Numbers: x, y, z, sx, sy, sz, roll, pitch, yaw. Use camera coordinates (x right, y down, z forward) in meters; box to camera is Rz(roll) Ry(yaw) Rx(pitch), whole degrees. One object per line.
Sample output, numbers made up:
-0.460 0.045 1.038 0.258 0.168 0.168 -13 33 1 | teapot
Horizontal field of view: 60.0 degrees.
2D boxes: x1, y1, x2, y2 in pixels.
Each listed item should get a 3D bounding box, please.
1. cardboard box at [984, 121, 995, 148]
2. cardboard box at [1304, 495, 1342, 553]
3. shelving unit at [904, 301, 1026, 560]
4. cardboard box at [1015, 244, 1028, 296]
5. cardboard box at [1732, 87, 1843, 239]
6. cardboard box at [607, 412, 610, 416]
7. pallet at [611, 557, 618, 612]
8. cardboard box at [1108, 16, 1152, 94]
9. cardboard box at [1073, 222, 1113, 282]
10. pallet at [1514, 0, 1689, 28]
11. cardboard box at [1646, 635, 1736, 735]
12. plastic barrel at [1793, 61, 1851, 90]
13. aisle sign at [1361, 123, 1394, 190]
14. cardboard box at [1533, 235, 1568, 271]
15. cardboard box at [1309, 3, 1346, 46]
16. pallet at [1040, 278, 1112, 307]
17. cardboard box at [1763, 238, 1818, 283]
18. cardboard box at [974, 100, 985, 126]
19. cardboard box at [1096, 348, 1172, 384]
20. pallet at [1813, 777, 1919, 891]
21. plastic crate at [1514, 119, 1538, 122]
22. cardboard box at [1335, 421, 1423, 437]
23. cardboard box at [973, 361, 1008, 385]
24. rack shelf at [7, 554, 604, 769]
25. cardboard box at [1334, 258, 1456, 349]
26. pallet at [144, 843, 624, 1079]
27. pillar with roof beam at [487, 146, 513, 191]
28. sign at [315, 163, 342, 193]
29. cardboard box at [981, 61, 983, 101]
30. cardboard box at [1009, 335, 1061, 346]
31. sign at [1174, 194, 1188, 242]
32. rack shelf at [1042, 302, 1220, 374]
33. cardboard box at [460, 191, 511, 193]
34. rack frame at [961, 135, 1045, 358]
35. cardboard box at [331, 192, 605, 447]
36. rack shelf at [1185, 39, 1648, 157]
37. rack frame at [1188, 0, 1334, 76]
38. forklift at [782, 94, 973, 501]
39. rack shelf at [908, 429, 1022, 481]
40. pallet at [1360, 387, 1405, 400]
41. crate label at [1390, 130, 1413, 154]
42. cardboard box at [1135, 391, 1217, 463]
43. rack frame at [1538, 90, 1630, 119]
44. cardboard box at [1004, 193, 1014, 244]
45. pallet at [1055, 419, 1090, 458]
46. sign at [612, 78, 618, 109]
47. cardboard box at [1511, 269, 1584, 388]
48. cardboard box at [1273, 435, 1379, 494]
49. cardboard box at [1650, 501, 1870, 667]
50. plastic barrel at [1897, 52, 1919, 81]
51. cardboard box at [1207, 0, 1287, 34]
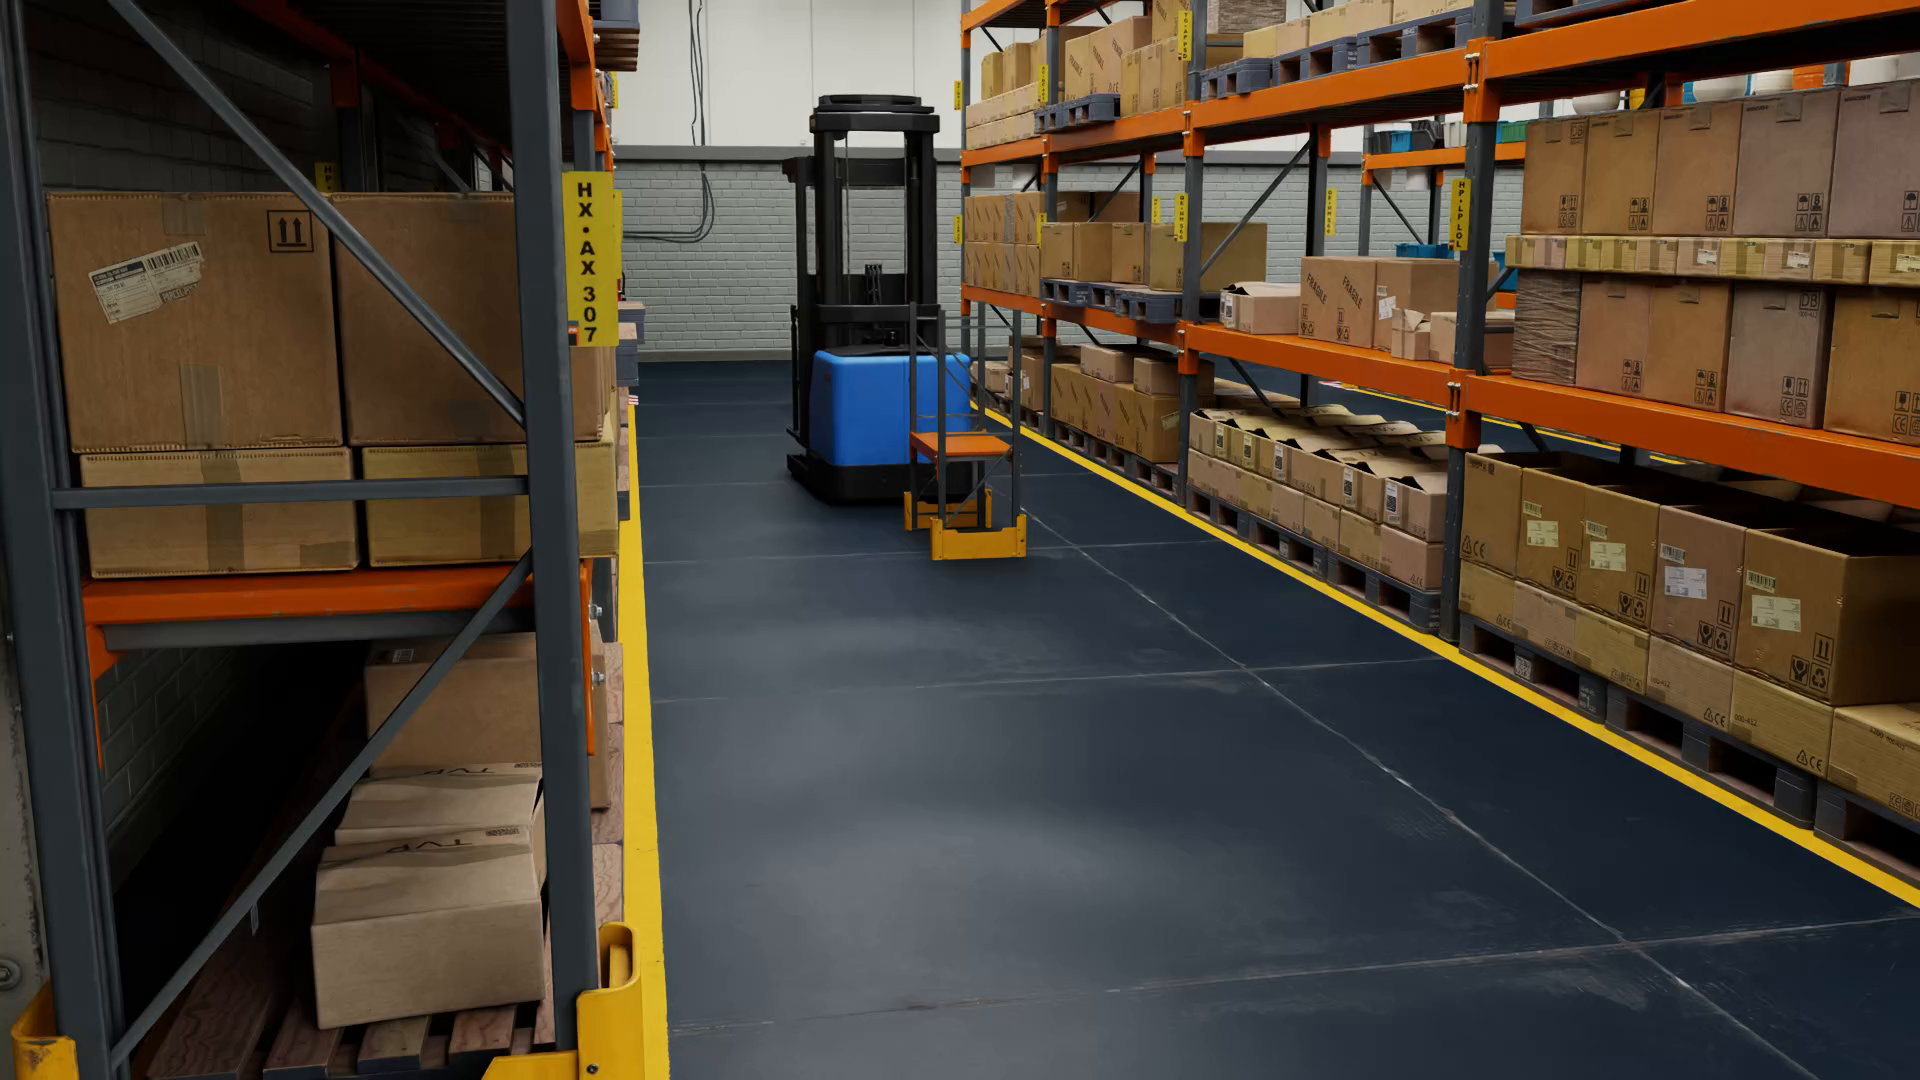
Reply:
0.549 -4.311 17.704 0.500 0.250 0.500 -2 11 -11 | cardboard box
2.287 -0.106 9.459 0.500 0.250 0.500 -2 11 -10 | cardboard box
0.015 -0.723 10.483 0.587 1.500 1.083 -2 11 -11 | shelving unit
0.842 -2.691 16.545 0.500 0.500 0.500 -2 11 -9 | cardboard box
3.234 -1.327 5.909 0.700 0.500 0.500 -2 11 -11 | cardboard box
-1.130 -0.215 4.153 0.500 0.250 0.500 -2 11 -13 | cardboard box
-2.403 0.186 9.155 1.003 0.211 1.213 -2 11 -11 | pallet
1.580 -3.904 13.503 0.600 0.600 0.600 -3 11 -13 | cardboard box
1.361 -2.502 14.427 0.700 0.500 0.500 0 11 -2 | cardboard box
3.040 -2.272 6.827 1.003 0.211 1.213 -2 11 -11 | pallet
2.929 0.518 6.183 0.500 0.250 0.500 -2 11 -11 | cardboard box
6.823 -3.906 12.901 0.600 0.830 0.708 -2 11 -11 | plastic barrel
5.069 -4.658 20.192 0.394 0.787 0.004 -2 11 -11 | aisle sign
2.760 -1.263 7.309 0.380 0.149 0.250 -2 11 -10 | cardboard box
2.434 -3.056 9.984 0.500 0.250 0.500 -2 11 -12 | cardboard box
1.341 -2.220 14.852 1.003 0.211 1.213 -2 11 -11 | pallet
3.062 -0.980 5.818 0.380 0.149 0.250 -2 11 -12 | cardboard box
0.449 -4.648 18.139 0.500 0.250 0.500 -2 11 -11 | cardboard box
1.440 -1.449 13.788 0.500 0.250 0.500 -2 11 -12 | cardboard box
3.437 0.967 5.052 1.003 0.211 1.213 -2 11 -11 | pallet
6.179 -4.292 17.549 0.497 0.269 0.590 -2 11 -11 | plastic crate
2.617 -0.588 10.492 0.500 0.311 0.500 -2 11 -11 | cardboard box
0.439 -1.862 18.636 0.500 0.250 0.500 -2 11 -11 | cardboard box
-1.621 -0.097 5.107 1.077 0.370 4.000 -2 11 -11 | rack shelf
2.515 -1.377 9.641 0.500 0.500 0.500 -2 11 -11 | cardboard box
-1.370 1.122 4.236 1.003 0.211 1.213 -2 11 -11 | pallet
-1.495 -6.585 21.228 9.100 9.000 0.400 -2 11 -11 | pillar with roof beam
-2.554 -1.365 6.749 0.100 0.325 0.005 -2 11 -11 | sign
0.631 -5.119 18.605 0.700 0.500 0.500 -2 11 -11 | cardboard box
0.862 -2.096 19.196 0.500 0.500 0.500 -2 11 -11 | cardboard box
1.540 -2.240 11.557 0.100 0.325 0.005 -2 11 -11 | sign
1.682 -1.745 13.765 1.077 0.370 4.000 -2 11 -11 | rack shelf
-3.130 -2.198 11.099 0.500 0.250 0.500 -2 11 -9 | cardboard box
0.515 -3.199 19.480 1.000 3.000 0.127 -2 11 -11 | rack frame
-1.030 -0.486 3.572 0.500 0.500 0.500 -2 11 -11 | cardboard box
2.460 -2.485 9.631 1.077 0.370 4.000 -2 11 -11 | rack shelf
2.071 -4.679 11.210 1.000 3.000 0.127 -2 11 -11 | rack frame
-0.779 -1.952 13.113 1.130 2.935 3.031 -3 11 -15 | forklift
0.017 -0.544 10.508 0.538 0.185 1.000 -2 11 -11 | rack shelf
5.496 -1.856 19.881 1.003 0.211 1.213 -2 11 -11 | pallet
5.237 -4.598 19.205 0.408 0.251 0.502 -2 11 -11 | crate label
1.658 -0.883 12.820 0.500 0.500 0.500 -2 11 -9 | cardboard box
6.152 -5.592 16.007 1.000 3.000 0.127 -2 11 -11 | rack frame
0.740 -3.275 16.939 0.500 0.500 0.500 -2 11 -11 | cardboard box
1.488 -0.947 15.110 1.003 0.211 1.213 -2 11 -11 | pallet
-3.809 -4.905 18.264 0.100 0.325 0.005 -2 11 -11 | sign
2.941 -0.966 7.481 0.700 0.500 0.500 -2 11 -12 | cardboard box
2.192 -0.472 9.884 0.500 0.311 0.500 -2 11 -12 | cardboard box
2.925 0.150 6.113 0.500 0.500 0.500 -2 11 -11 | cardboard box
6.877 -3.472 11.554 0.600 0.901 0.600 0 11 0 | plastic barrel
1.992 -3.826 11.809 0.500 0.500 0.500 -2 11 -11 | cardboard box
